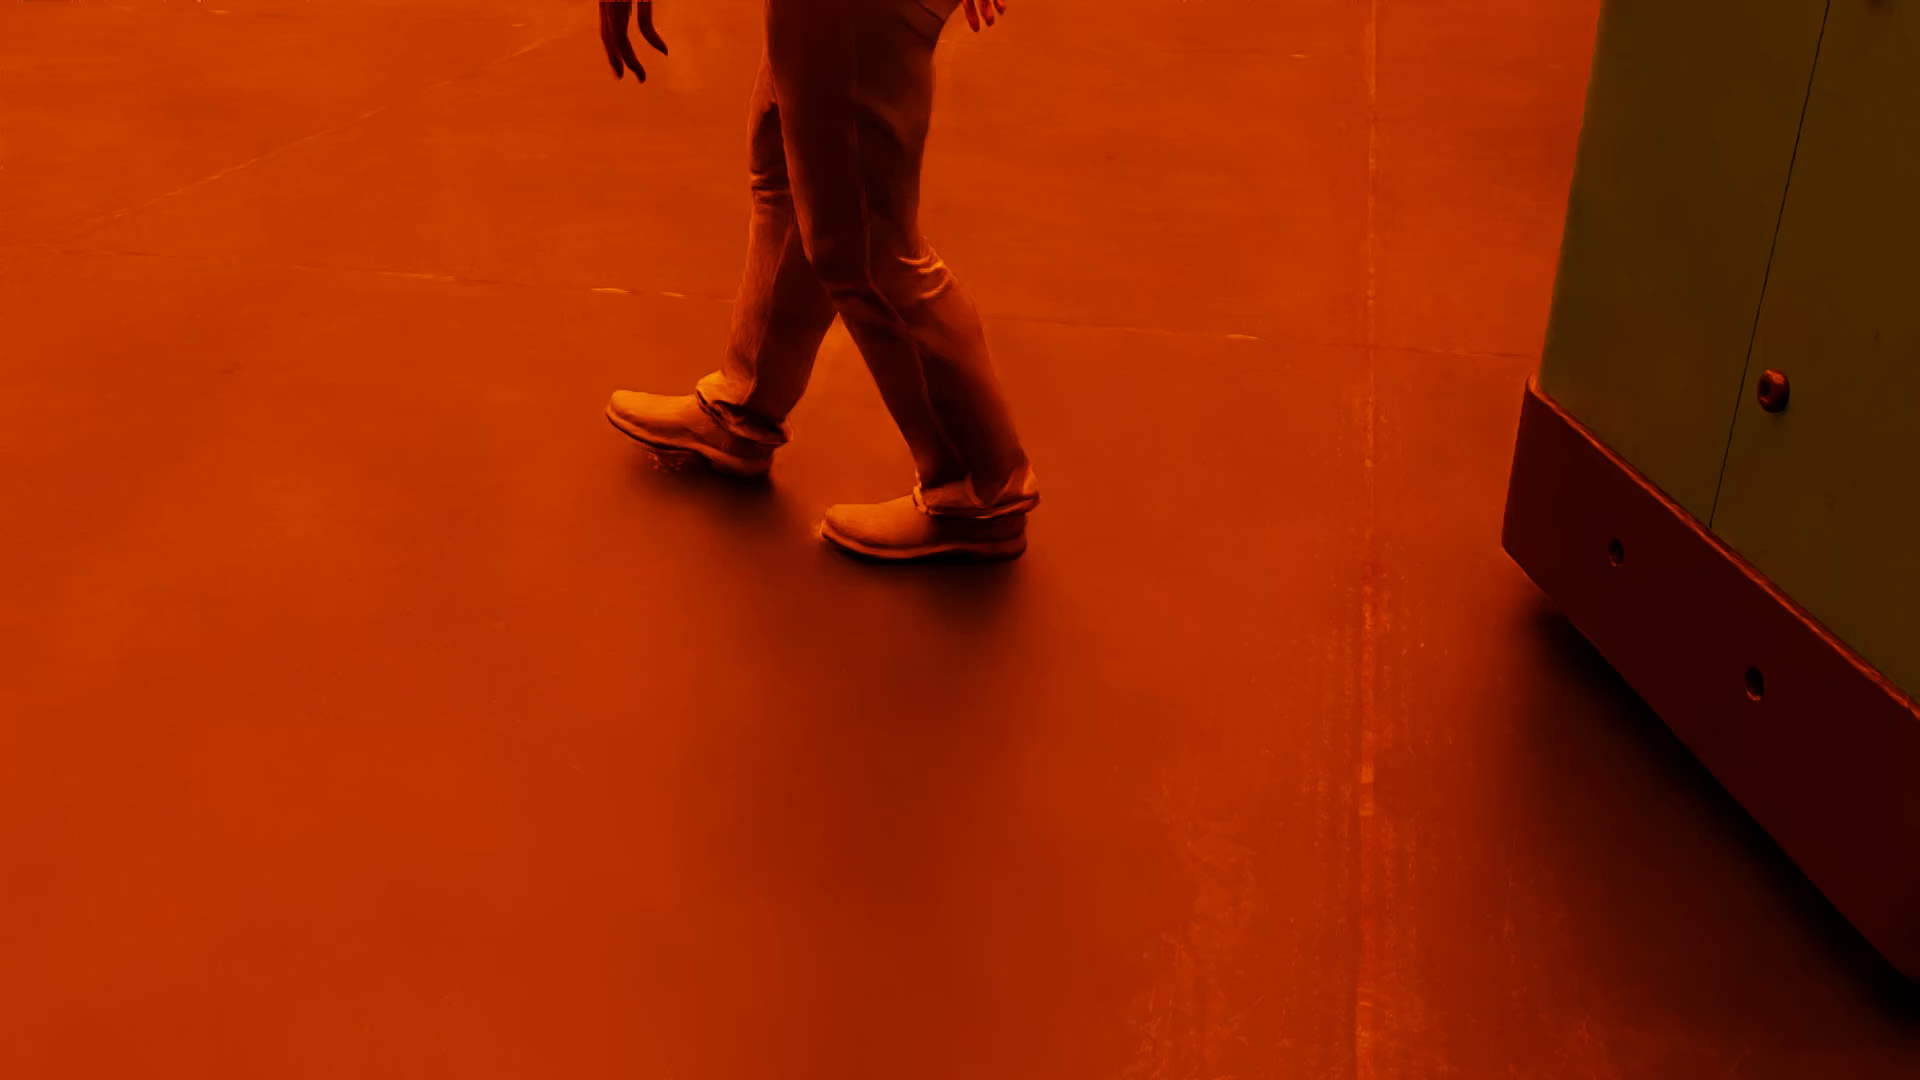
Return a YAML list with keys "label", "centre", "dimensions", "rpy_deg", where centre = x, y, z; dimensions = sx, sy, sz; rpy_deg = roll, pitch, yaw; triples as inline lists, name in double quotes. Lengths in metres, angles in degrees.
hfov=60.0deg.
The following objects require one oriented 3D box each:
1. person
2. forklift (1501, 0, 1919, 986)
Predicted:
- label: "person"
  centre: [-0.248, -0.817, 2.196]
  dimensions: [0.762, 1.742, 0.725]
  rpy_deg: [4, 27, 9]
- label: "forklift"
  centre: [2.314, -1.127, 1.479]
  dimensions: [3.031, 2.935, 1.130]
  rpy_deg: [-3, 27, -7]
